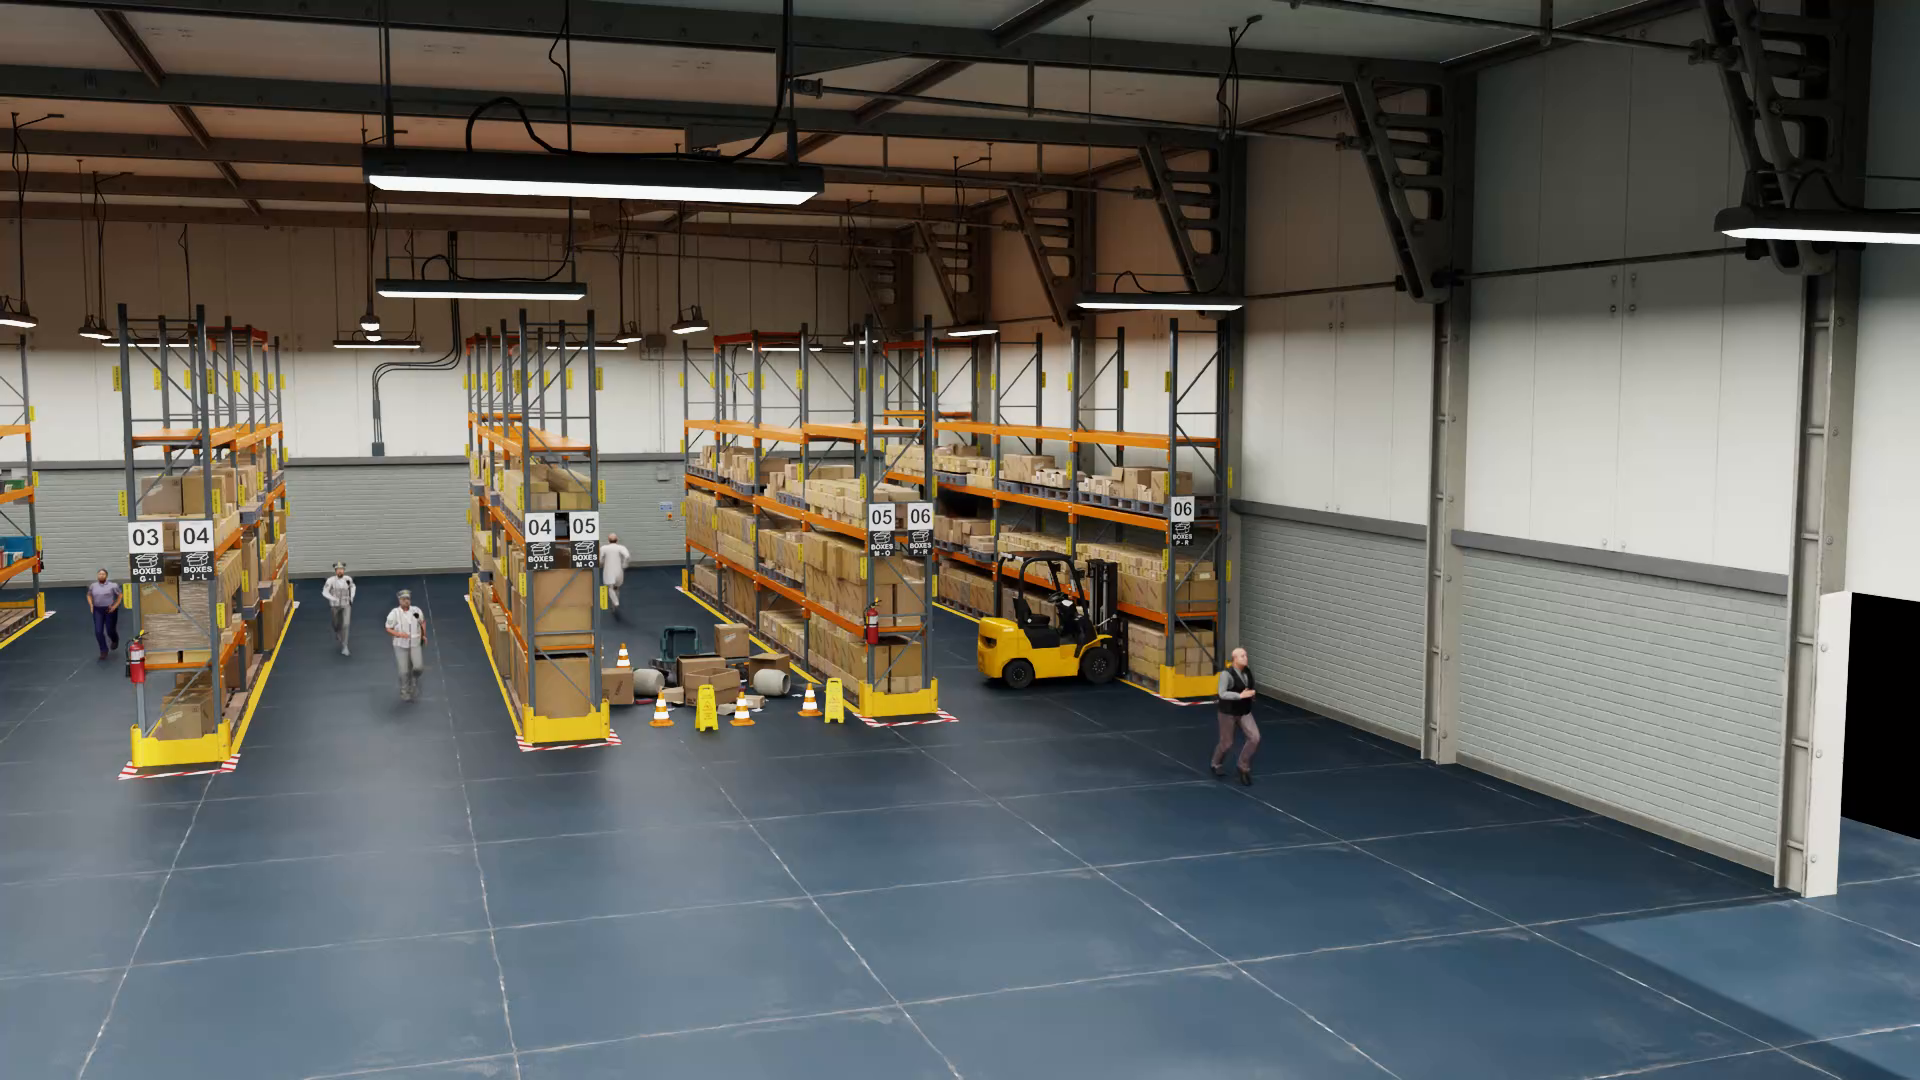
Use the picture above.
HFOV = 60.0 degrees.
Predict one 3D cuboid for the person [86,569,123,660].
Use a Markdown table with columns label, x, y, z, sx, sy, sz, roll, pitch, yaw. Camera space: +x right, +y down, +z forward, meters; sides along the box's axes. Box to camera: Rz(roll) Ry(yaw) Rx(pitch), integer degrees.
| label | x | y | z | sx | sy | sz | roll | pitch | yaw |
| --- | --- | --- | --- | --- | --- | --- | --- | --- | --- |
| person | -15.587 | 1.329 | 30.324 | 0.618 | 1.629 | 0.742 | -2 | 6 | -17 |

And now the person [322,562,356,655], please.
| label | x | y | z | sx | sy | sz | roll | pitch | yaw |
| --- | --- | --- | --- | --- | --- | --- | --- | --- | --- |
| person | -11.551 | 1.240 | 30.959 | 0.583 | 1.703 | 1.093 | -2 | 6 | -20 |

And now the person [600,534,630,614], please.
| label | x | y | z | sx | sy | sz | roll | pitch | yaw |
| --- | --- | --- | --- | --- | --- | --- | --- | --- | --- |
| person | -7.392 | 0.768 | 35.413 | 0.668 | 1.805 | 1.199 | -2 | 6 | -23 |

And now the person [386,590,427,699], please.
| label | x | y | z | sx | sy | sz | roll | pitch | yaw |
| --- | --- | --- | --- | --- | --- | --- | --- | --- | --- |
| person | -8.674 | 1.649 | 26.164 | 0.651 | 1.743 | 0.605 | -3 | 6 | -31 |

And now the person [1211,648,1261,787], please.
| label | x | y | z | sx | sy | sz | roll | pitch | yaw |
| --- | --- | --- | --- | --- | --- | --- | --- | --- | --- |
| person | 3.425 | 2.191 | 20.712 | 0.679 | 1.740 | 0.829 | -3 | 6 | -33 |
